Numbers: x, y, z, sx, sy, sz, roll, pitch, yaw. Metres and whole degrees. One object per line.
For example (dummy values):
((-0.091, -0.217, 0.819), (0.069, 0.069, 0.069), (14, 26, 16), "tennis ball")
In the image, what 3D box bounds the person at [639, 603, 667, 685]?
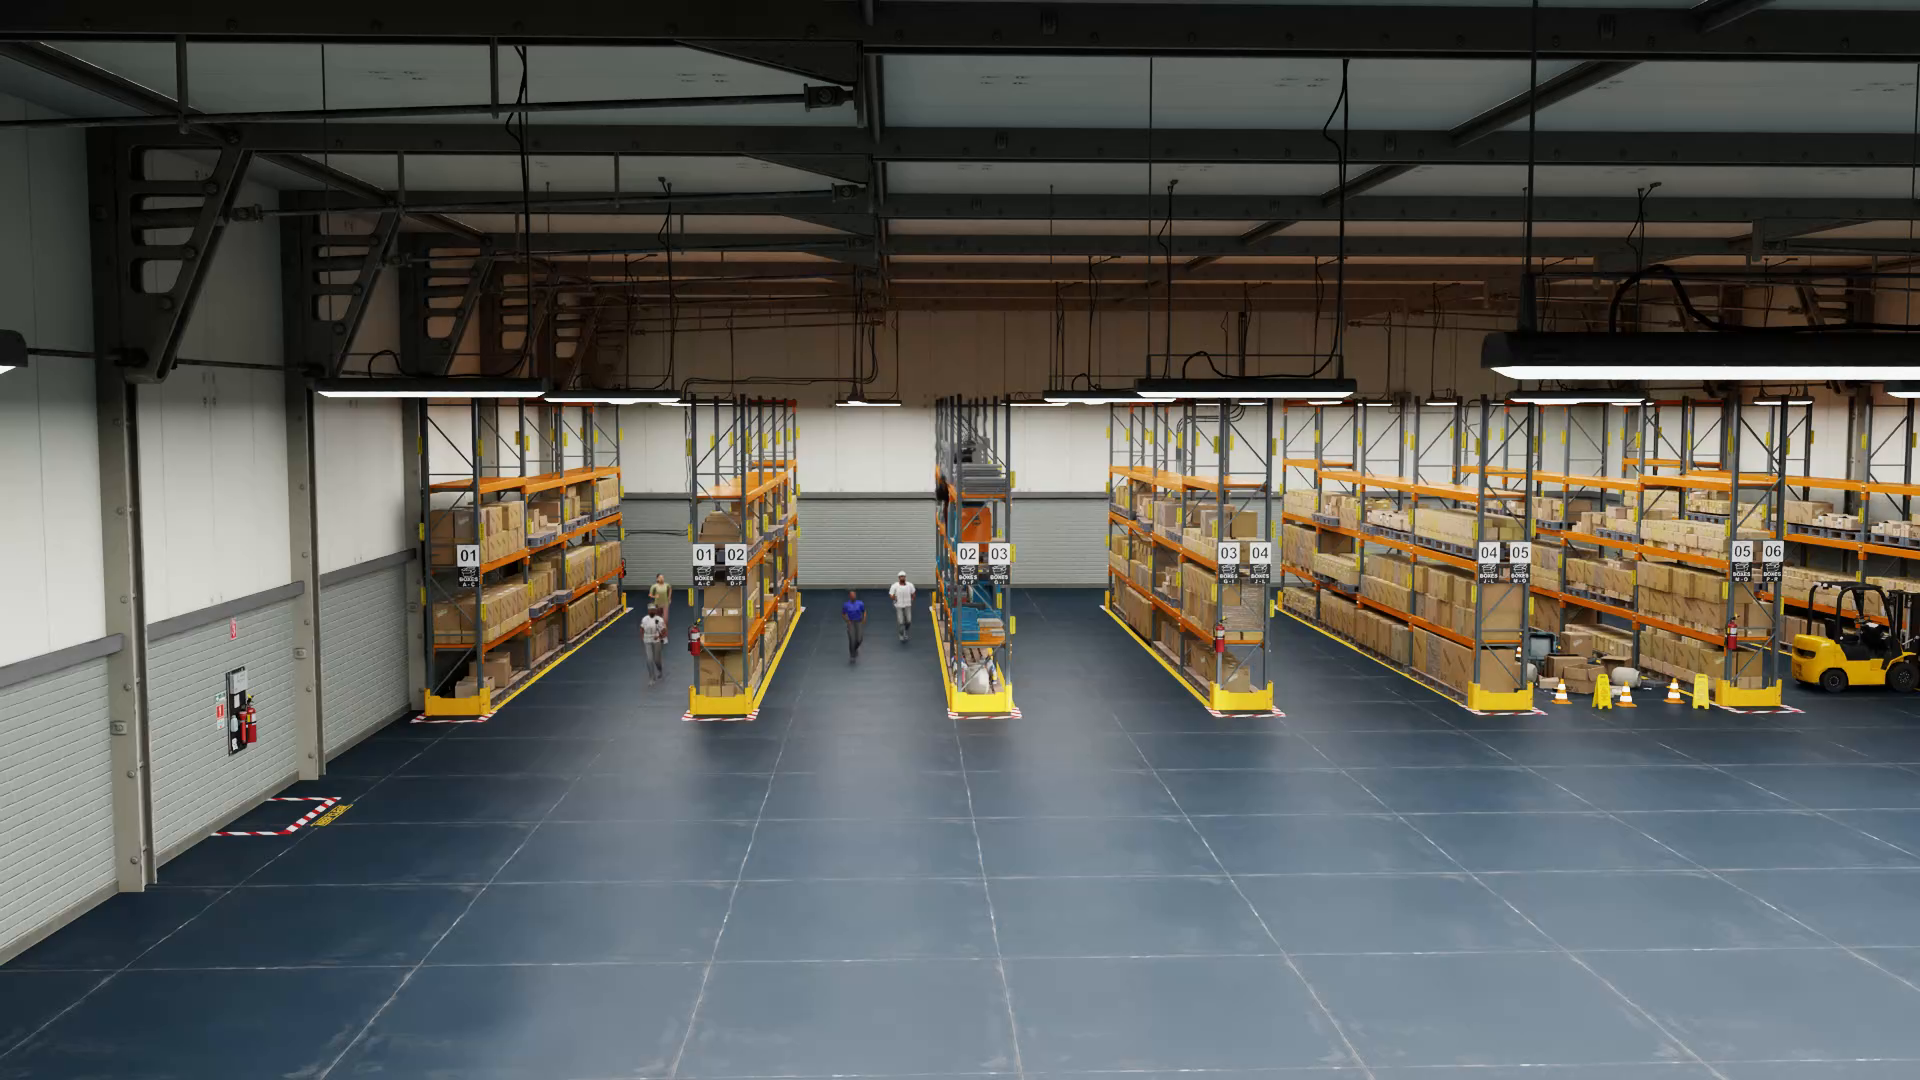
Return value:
((-6.428, 2.151, 34.784), (0.585, 1.695, 0.697), (0, 5, -3), "person")

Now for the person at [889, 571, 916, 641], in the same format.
((-1.390, 1.630, 40.895), (0.686, 1.721, 0.593), (-1, 5, -9), "person")

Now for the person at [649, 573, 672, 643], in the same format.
((-7.360, 1.650, 40.908), (0.578, 1.684, 0.933), (-1, 5, -15), "person")

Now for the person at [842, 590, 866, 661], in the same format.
((-2.396, 1.951, 37.742), (0.574, 1.619, 0.470), (-1, 5, -8), "person")

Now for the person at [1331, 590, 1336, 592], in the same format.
((10.954, 1.085, 48.283), (0.739, 1.720, 0.673), (-2, 5, -26), "person")
